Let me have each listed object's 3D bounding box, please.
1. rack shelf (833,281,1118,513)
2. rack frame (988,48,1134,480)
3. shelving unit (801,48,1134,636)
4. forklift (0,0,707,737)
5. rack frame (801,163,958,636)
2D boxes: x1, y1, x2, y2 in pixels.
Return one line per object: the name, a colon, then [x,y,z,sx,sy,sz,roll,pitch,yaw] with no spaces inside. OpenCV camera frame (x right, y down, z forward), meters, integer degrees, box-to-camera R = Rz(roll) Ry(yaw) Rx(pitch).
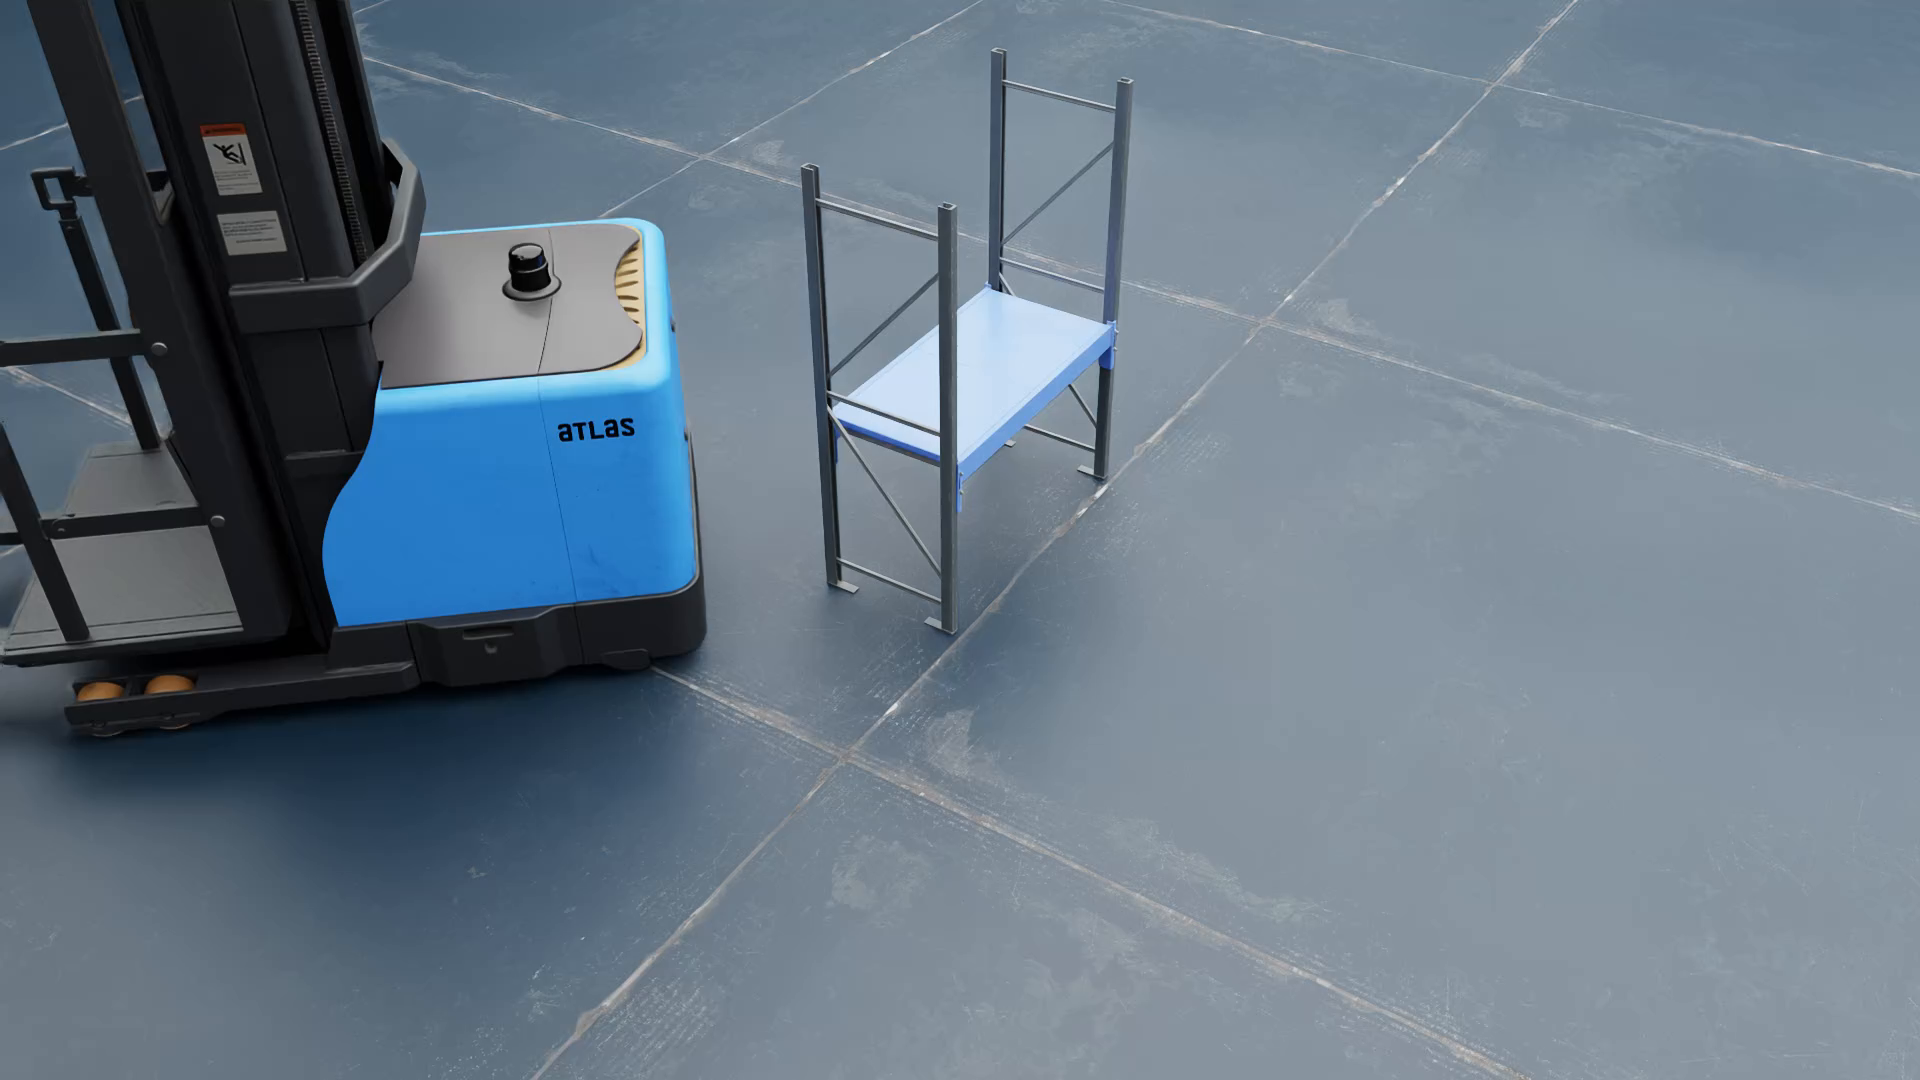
rack shelf: [0.046,-0.496,5.459,0.538,0.185,1.000,21,42,25]
rack frame: [0.318,-0.900,5.689,0.500,1.500,0.032,21,42,25]
shelving unit: [0.046,-0.638,5.349,0.538,1.500,1.048,21,42,25]
forklift: [-2.364,-0.920,4.543,3.031,2.935,1.130,-6,38,-7]
rack frame: [-0.227,-0.376,5.009,0.500,1.500,0.032,21,42,25]
